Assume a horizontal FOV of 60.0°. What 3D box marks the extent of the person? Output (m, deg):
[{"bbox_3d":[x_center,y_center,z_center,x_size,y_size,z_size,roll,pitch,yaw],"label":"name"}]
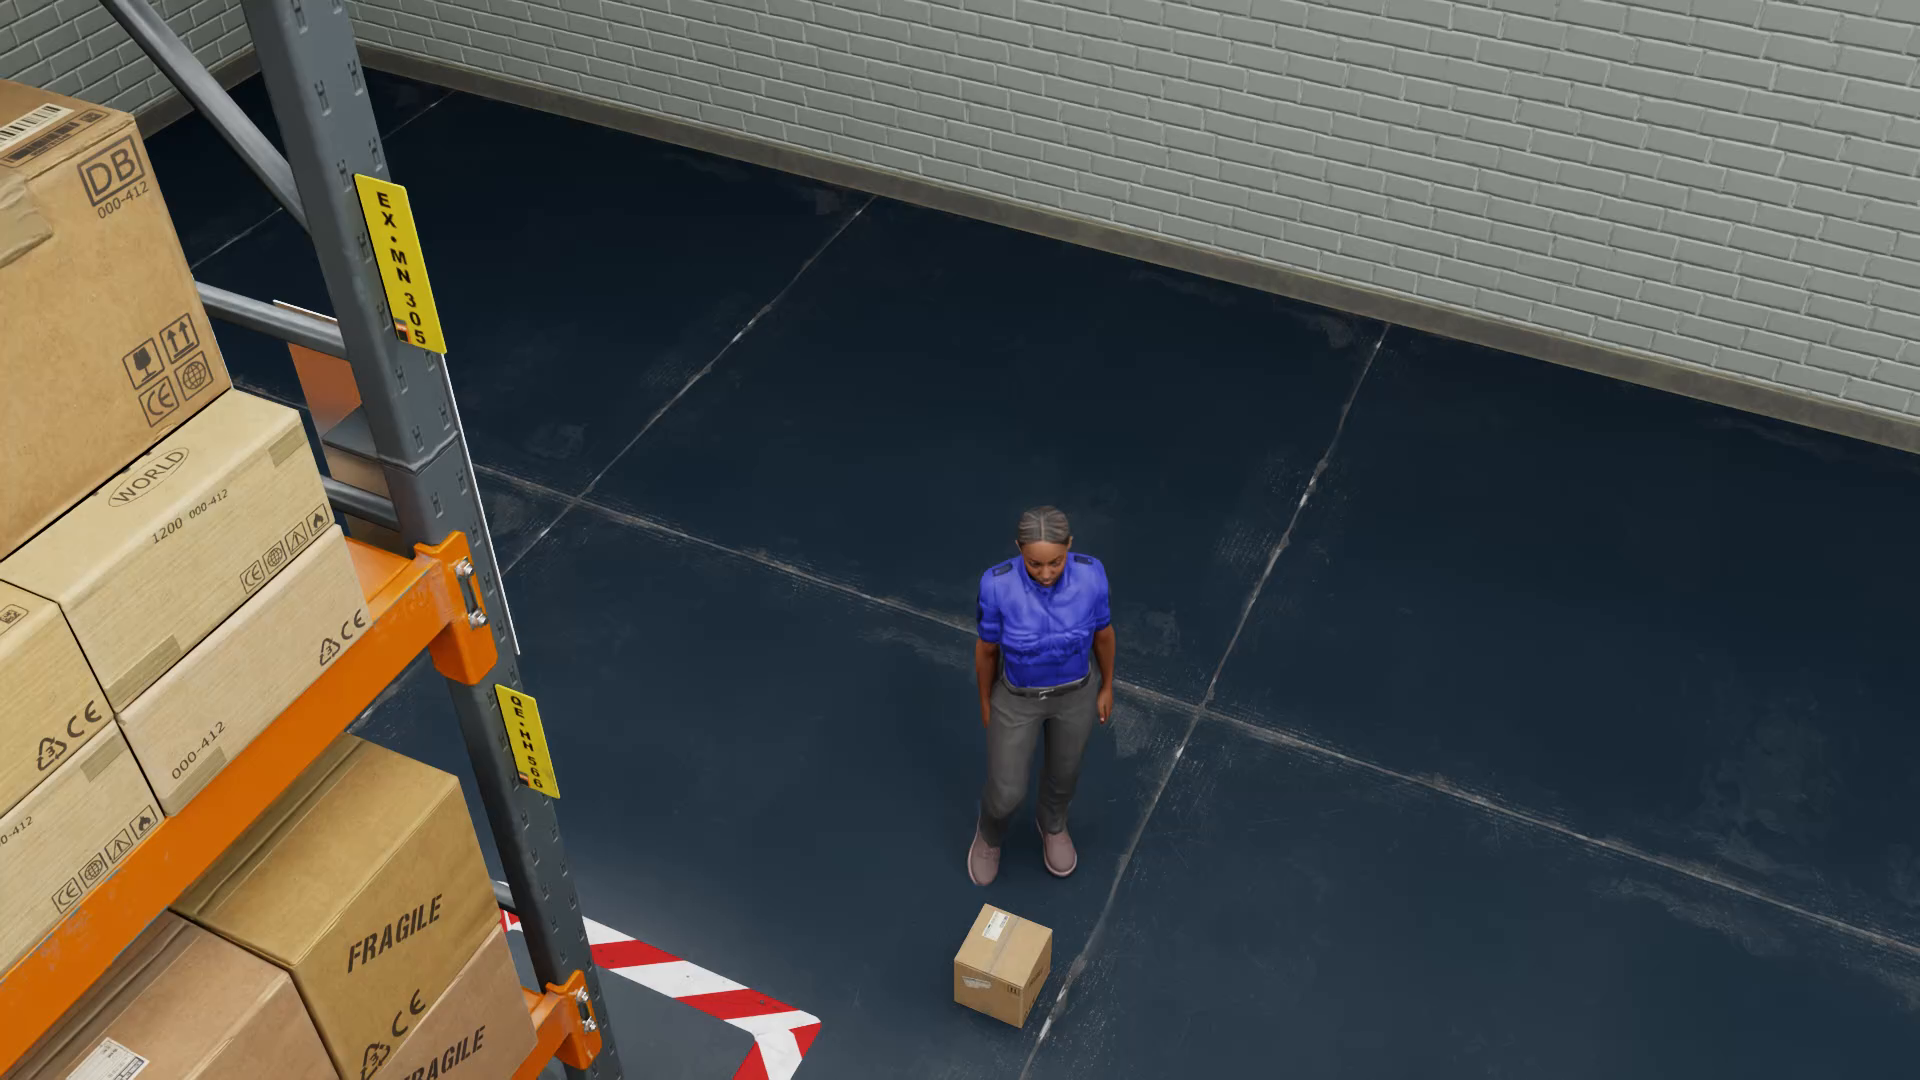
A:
[{"bbox_3d":[0.273,0.560,5.564,0.513,1.700,0.374,-7,43,-8],"label":"person"}]
